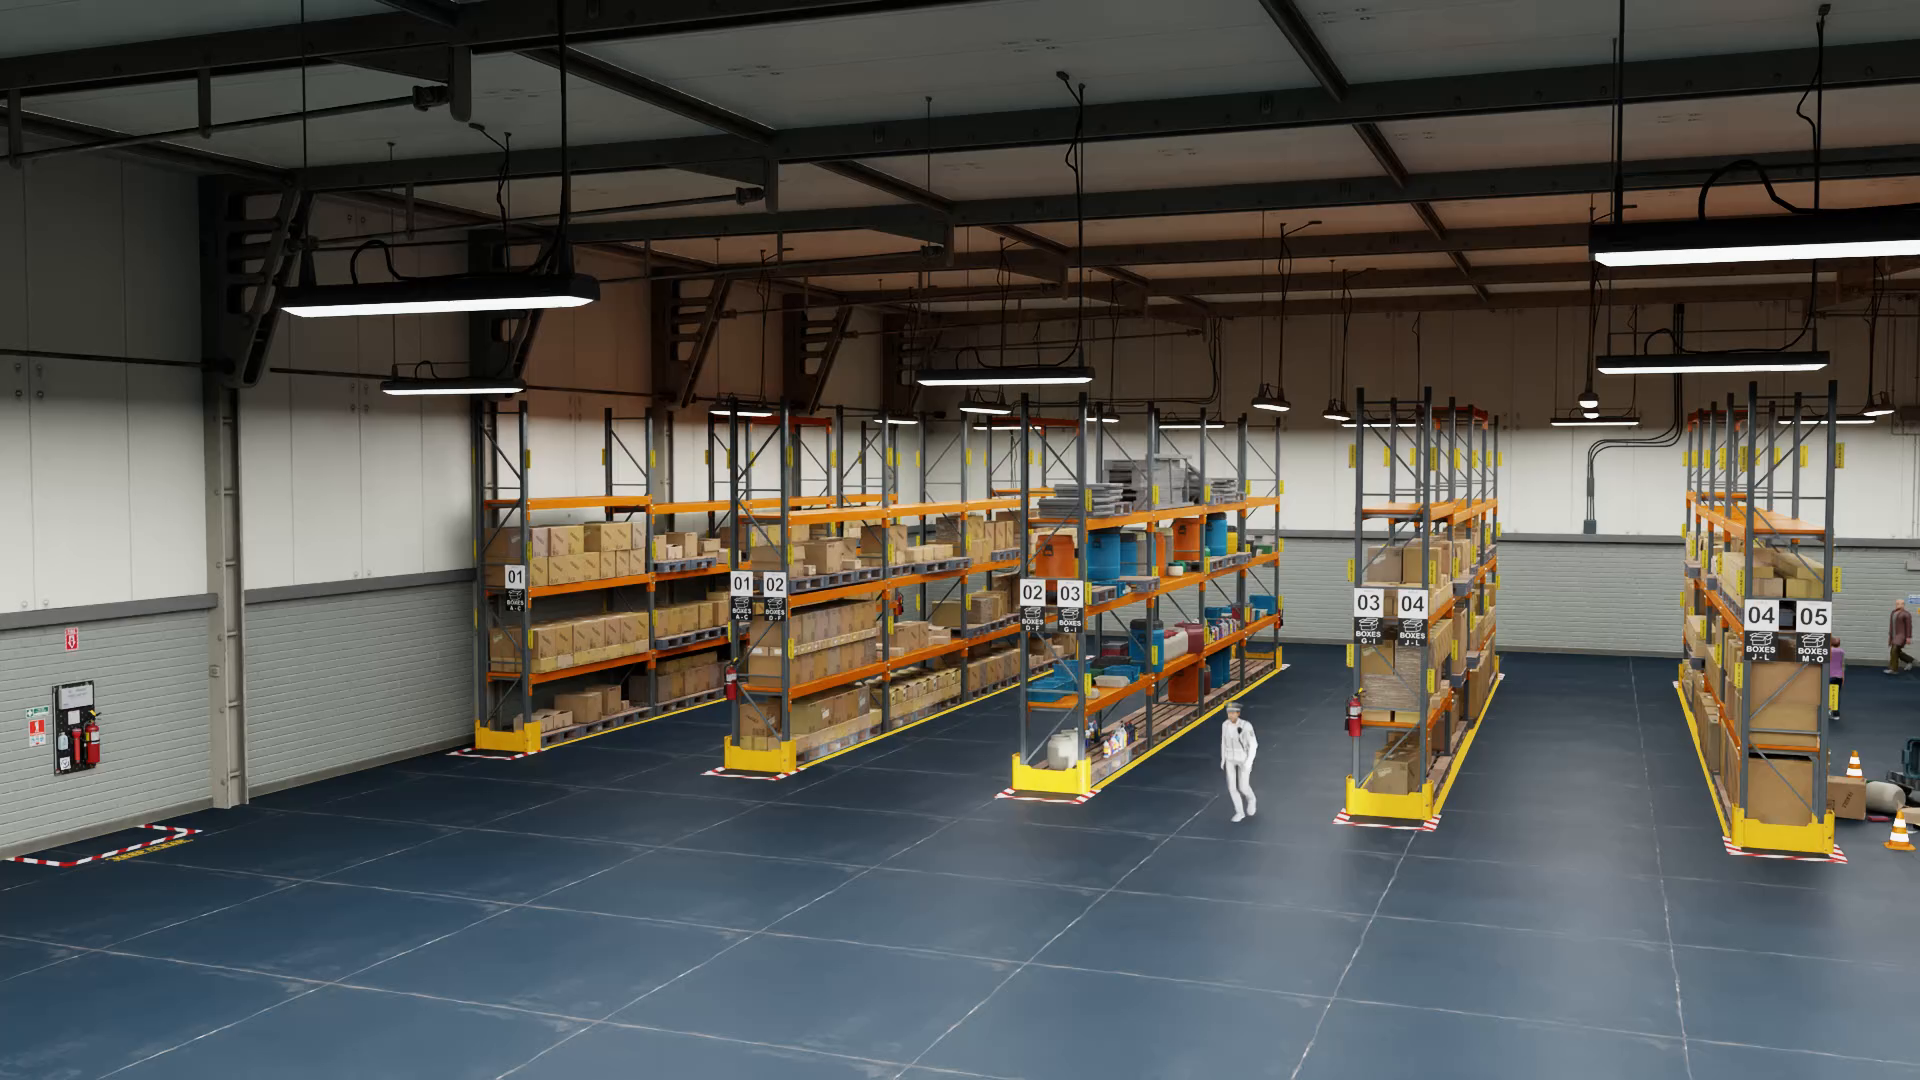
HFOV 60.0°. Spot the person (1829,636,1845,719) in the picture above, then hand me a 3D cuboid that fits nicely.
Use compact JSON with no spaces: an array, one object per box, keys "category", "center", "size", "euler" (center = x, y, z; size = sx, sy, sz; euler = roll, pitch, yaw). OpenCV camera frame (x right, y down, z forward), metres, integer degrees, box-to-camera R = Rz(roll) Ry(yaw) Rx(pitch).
[{"category":"person","center":[16.784,2.656,31.950],"size":[0.446,1.614,0.371],"euler":[0,3,-6]}]

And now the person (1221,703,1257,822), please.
[{"category":"person","center":[3.906,3.057,23.123],"size":[0.550,1.655,0.582],"euler":[2,3,36]}]

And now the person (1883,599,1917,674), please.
[{"category":"person","center":[21.873,2.237,38.644],"size":[0.989,1.745,0.574],"euler":[-1,3,-10]}]
